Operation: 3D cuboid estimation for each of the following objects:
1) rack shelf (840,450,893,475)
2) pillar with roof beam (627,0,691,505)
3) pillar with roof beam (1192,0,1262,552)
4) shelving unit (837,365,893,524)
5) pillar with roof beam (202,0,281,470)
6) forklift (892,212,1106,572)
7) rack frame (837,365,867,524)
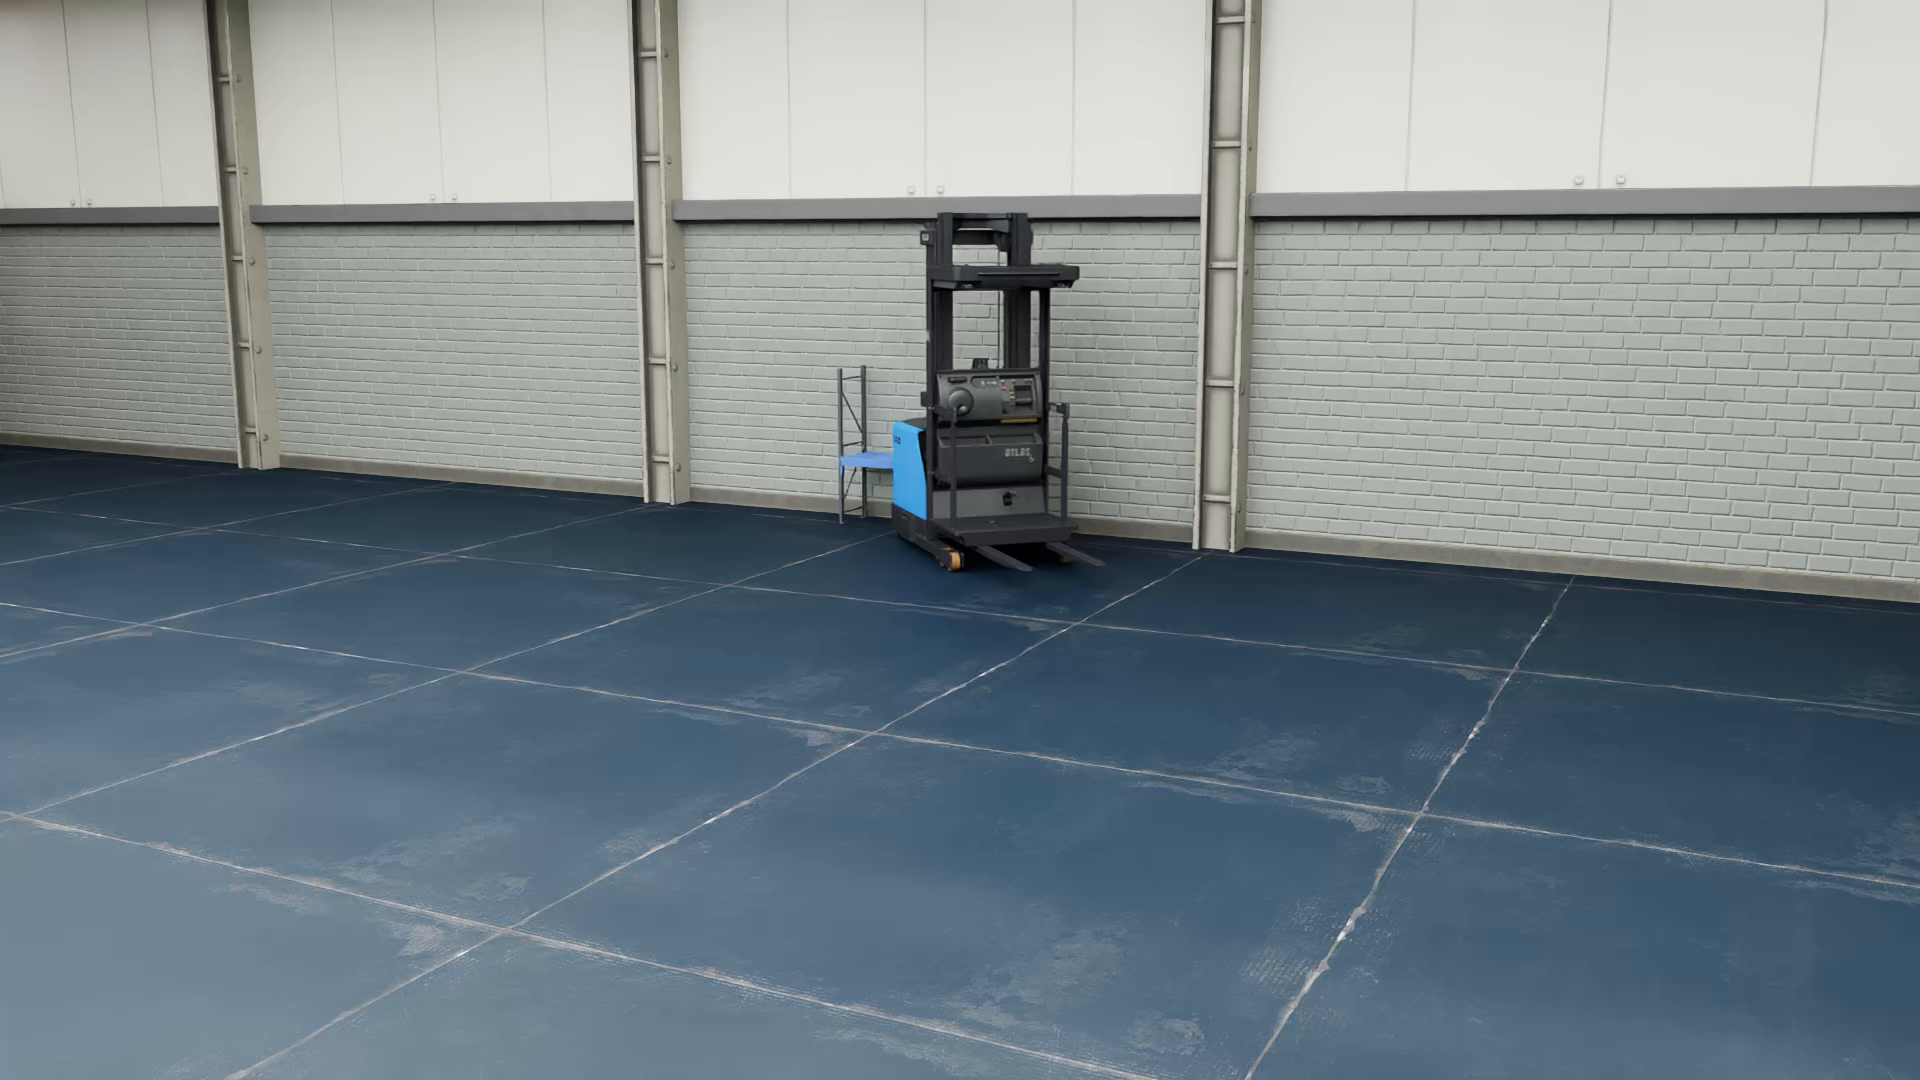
[{"bbox_3d":[-0.589,-0.716,15.987,1.000,0.185,0.538,5,11,26],"label":"rack shelf"},{"bbox_3d":[-4.974,-4.146,12.869,0.400,9.000,9.100,5,11,26],"label":"pillar with roof beam"},{"bbox_3d":[0.407,-3.673,10.257,0.400,9.000,9.100,5,11,26],"label":"pillar with roof beam"},{"bbox_3d":[-0.589,-0.893,15.955,1.048,1.500,0.538,5,11,26],"label":"shelving unit"},{"bbox_3d":[-10.354,-4.619,15.482,0.400,9.000,9.100,5,11,26],"label":"pillar with roof beam"},{"bbox_3d":[0.326,-1.263,13.979,1.130,2.935,3.031,-3,11,-19],"label":"forklift"},{"bbox_3d":[-1.045,-0.933,16.176,0.032,1.500,0.500,5,11,26],"label":"rack frame"}]
